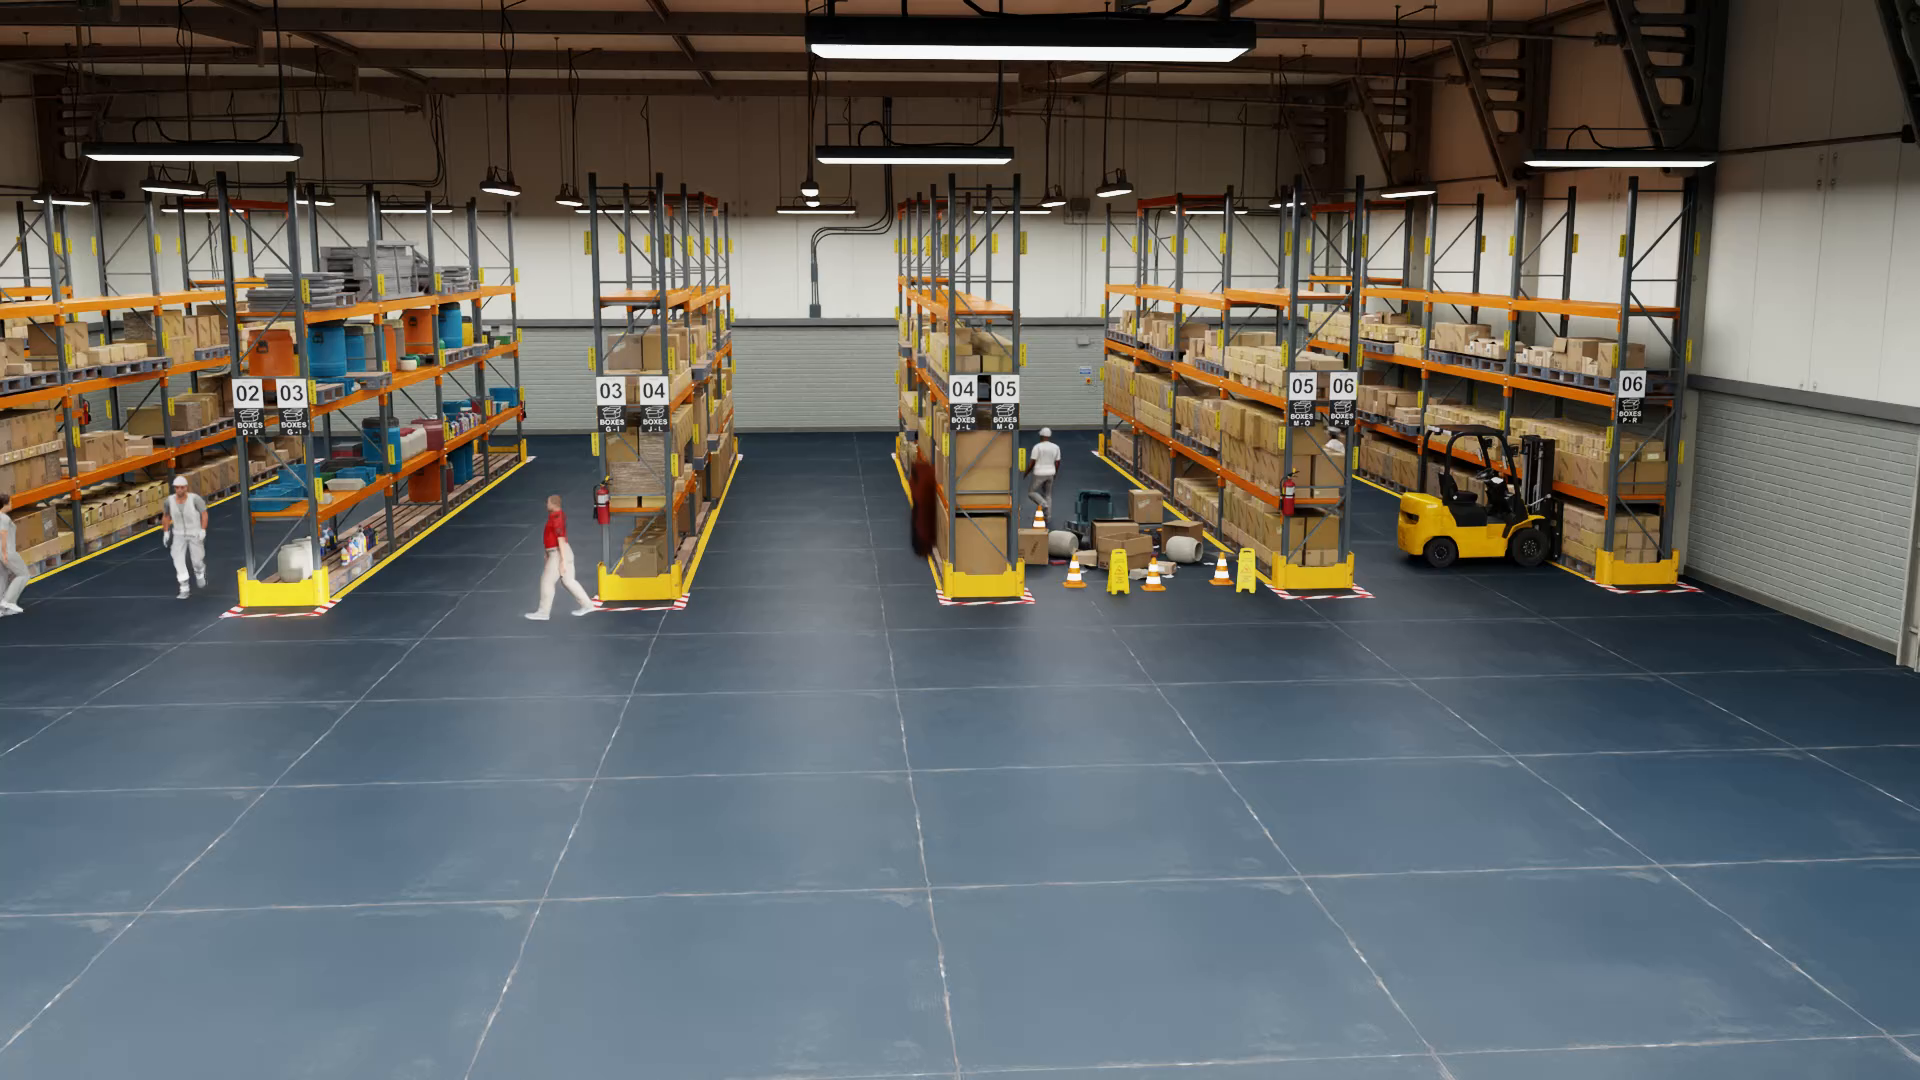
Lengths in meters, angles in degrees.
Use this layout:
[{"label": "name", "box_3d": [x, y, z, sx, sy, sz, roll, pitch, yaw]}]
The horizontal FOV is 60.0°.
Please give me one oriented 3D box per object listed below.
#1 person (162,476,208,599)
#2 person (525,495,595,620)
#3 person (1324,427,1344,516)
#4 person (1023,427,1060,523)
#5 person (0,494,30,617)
[{"label": "person", "box_3d": [-11.190, -0.069, 24.062, 0.628, 1.767, 0.689, -2, 10, -14]}, {"label": "person", "box_3d": [-5.448, 0.225, 22.567, 0.903, 1.697, 0.558, 0, 10, -3]}, {"label": "person", "box_3d": [6.964, -1.260, 31.092, 0.518, 1.713, 0.359, -6, 12, -31]}, {"label": "person", "box_3d": [1.550, -1.178, 30.401, 0.649, 1.747, 0.568, -5, 11, -27]}, {"label": "person", "box_3d": [-13.051, 0.206, 22.691, 0.489, 1.656, 0.470, 4, 11, 20]}]
